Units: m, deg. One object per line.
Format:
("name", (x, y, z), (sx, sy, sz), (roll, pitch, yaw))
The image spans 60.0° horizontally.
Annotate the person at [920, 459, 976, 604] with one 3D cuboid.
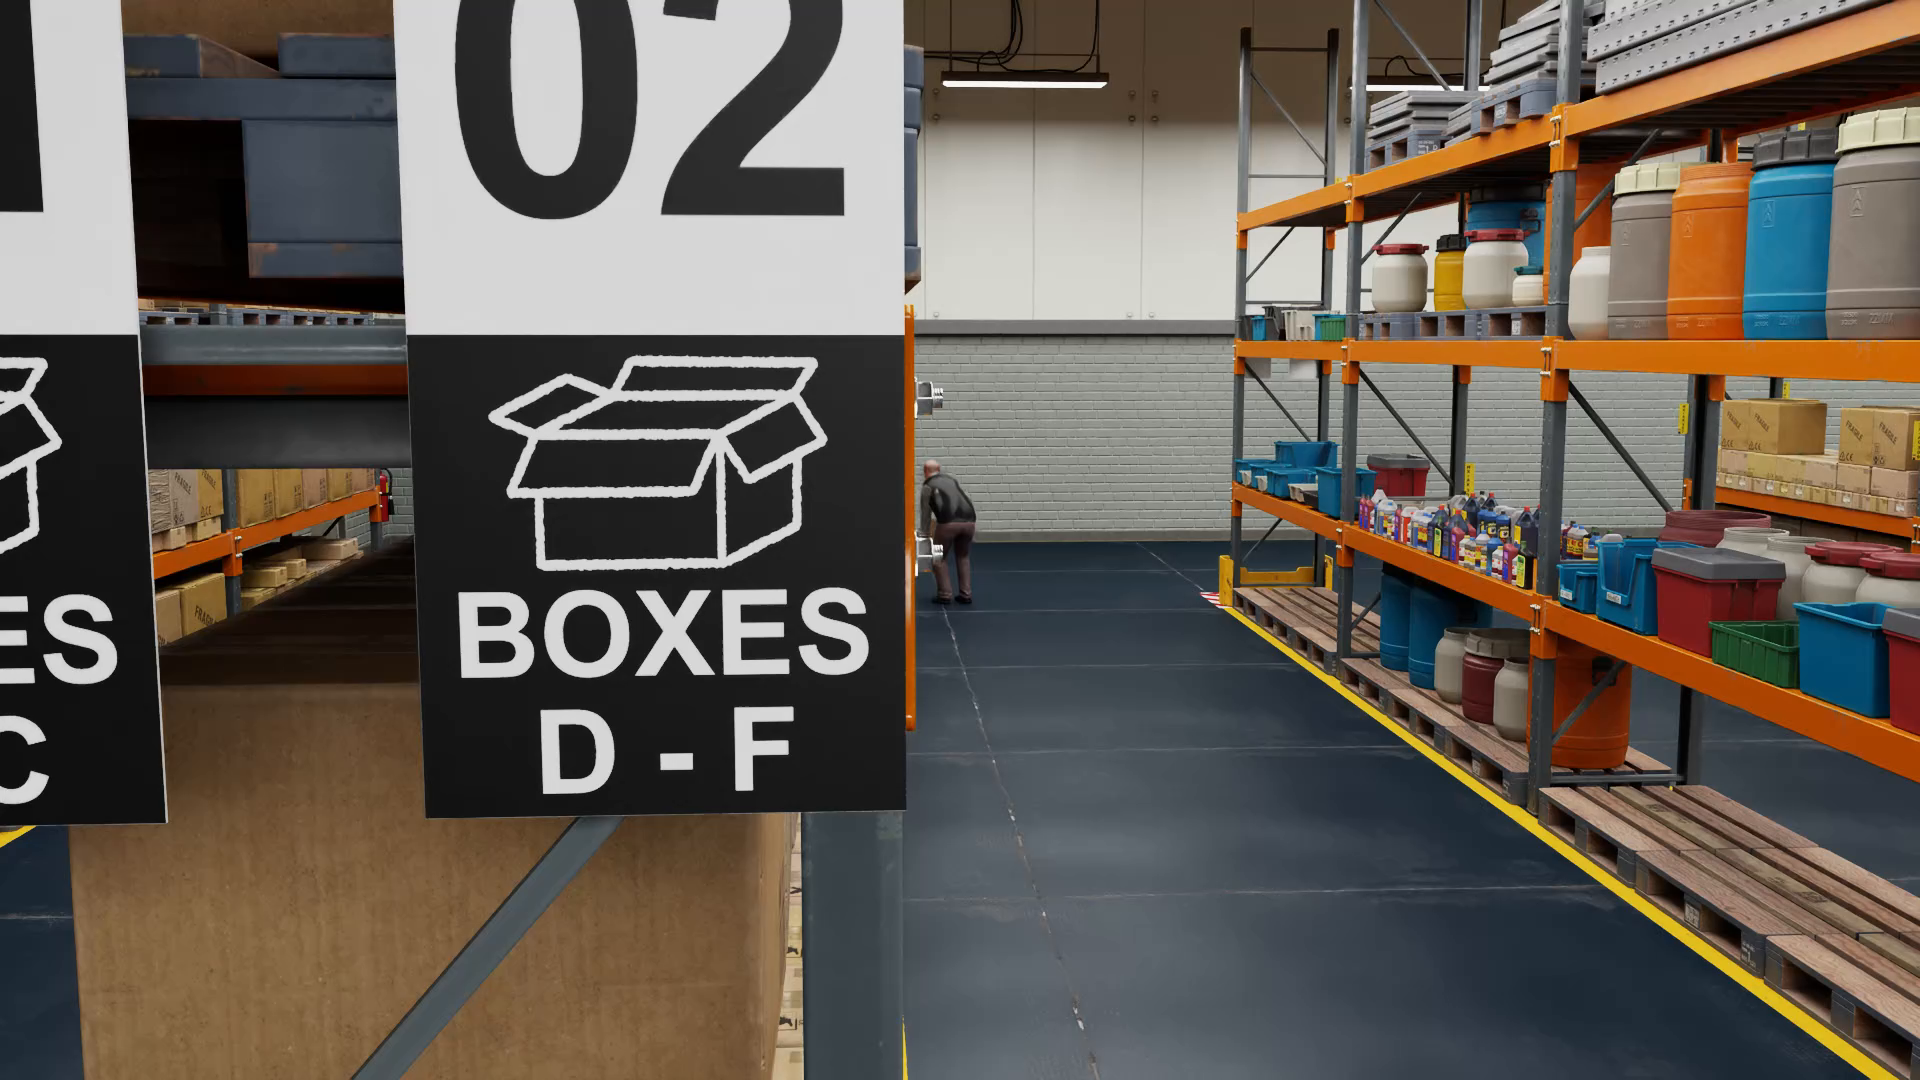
("person", (-0.161, -0.091, 17.944), (0.476, 1.529, 0.751), (-4, 8, -31))
